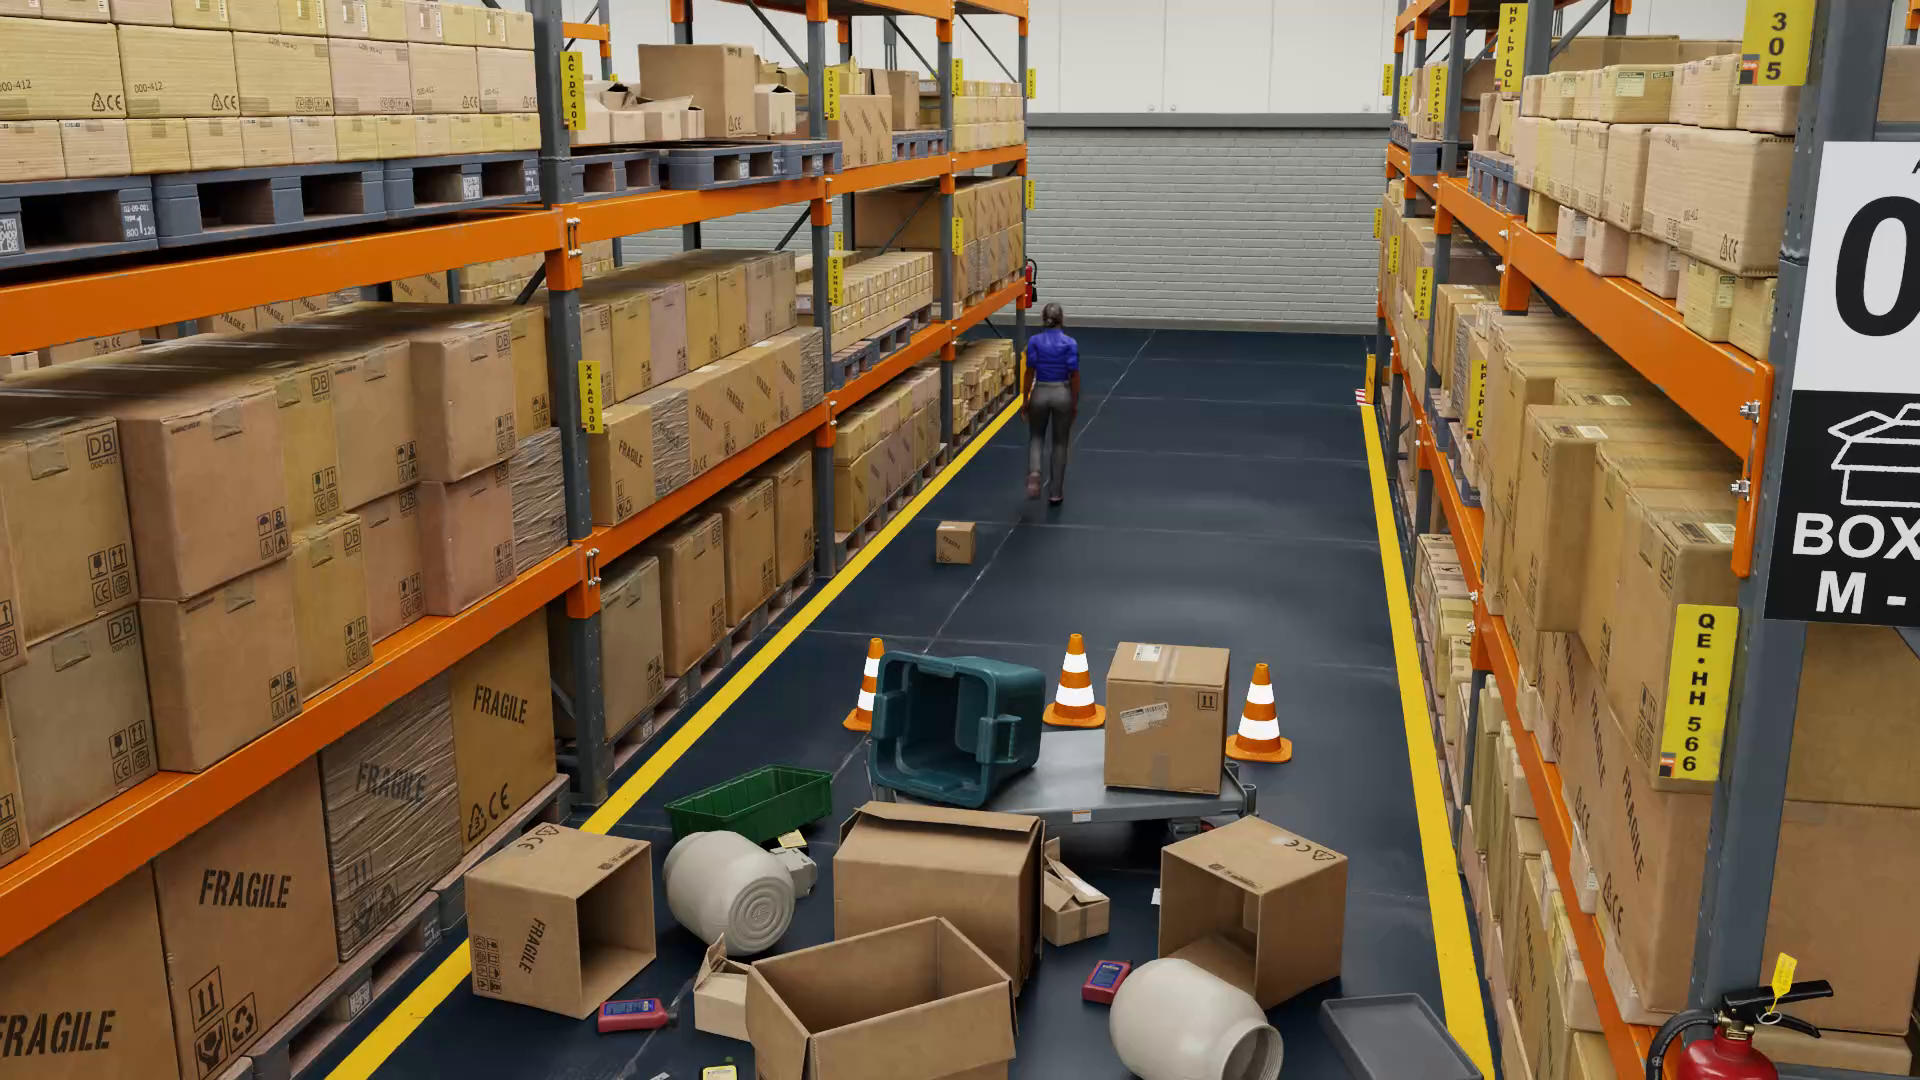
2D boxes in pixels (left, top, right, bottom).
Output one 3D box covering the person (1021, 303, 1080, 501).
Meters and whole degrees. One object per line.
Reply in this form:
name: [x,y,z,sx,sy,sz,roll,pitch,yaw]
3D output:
person: [0.745,-1.131,13.705,0.479,1.647,0.474,3,15,12]
